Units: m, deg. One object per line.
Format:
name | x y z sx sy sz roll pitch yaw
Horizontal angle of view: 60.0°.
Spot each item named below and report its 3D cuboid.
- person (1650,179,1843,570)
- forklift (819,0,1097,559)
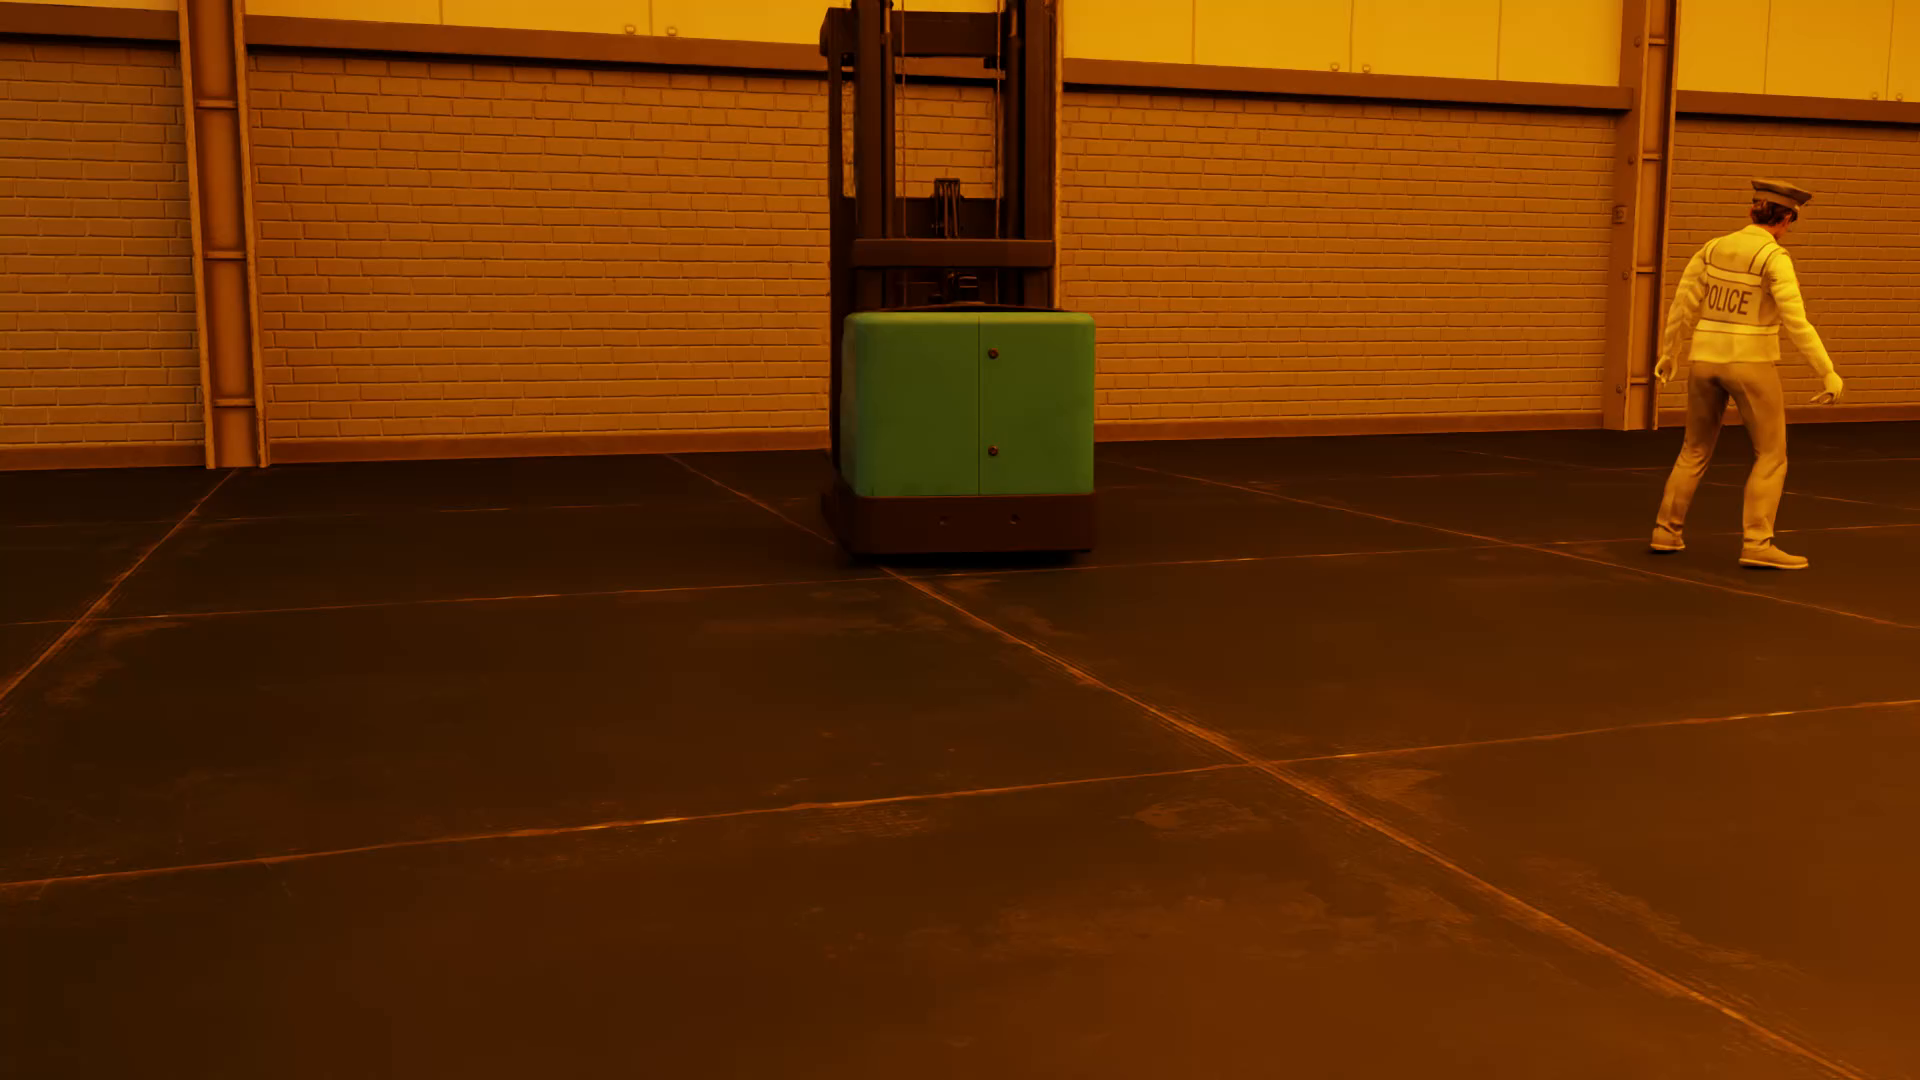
person | 3.366 -0.719 7.180 0.371 1.637 0.814 -4 9 -26
forklift | -0.127 -1.532 8.311 1.130 2.935 3.031 -1 8 -8
